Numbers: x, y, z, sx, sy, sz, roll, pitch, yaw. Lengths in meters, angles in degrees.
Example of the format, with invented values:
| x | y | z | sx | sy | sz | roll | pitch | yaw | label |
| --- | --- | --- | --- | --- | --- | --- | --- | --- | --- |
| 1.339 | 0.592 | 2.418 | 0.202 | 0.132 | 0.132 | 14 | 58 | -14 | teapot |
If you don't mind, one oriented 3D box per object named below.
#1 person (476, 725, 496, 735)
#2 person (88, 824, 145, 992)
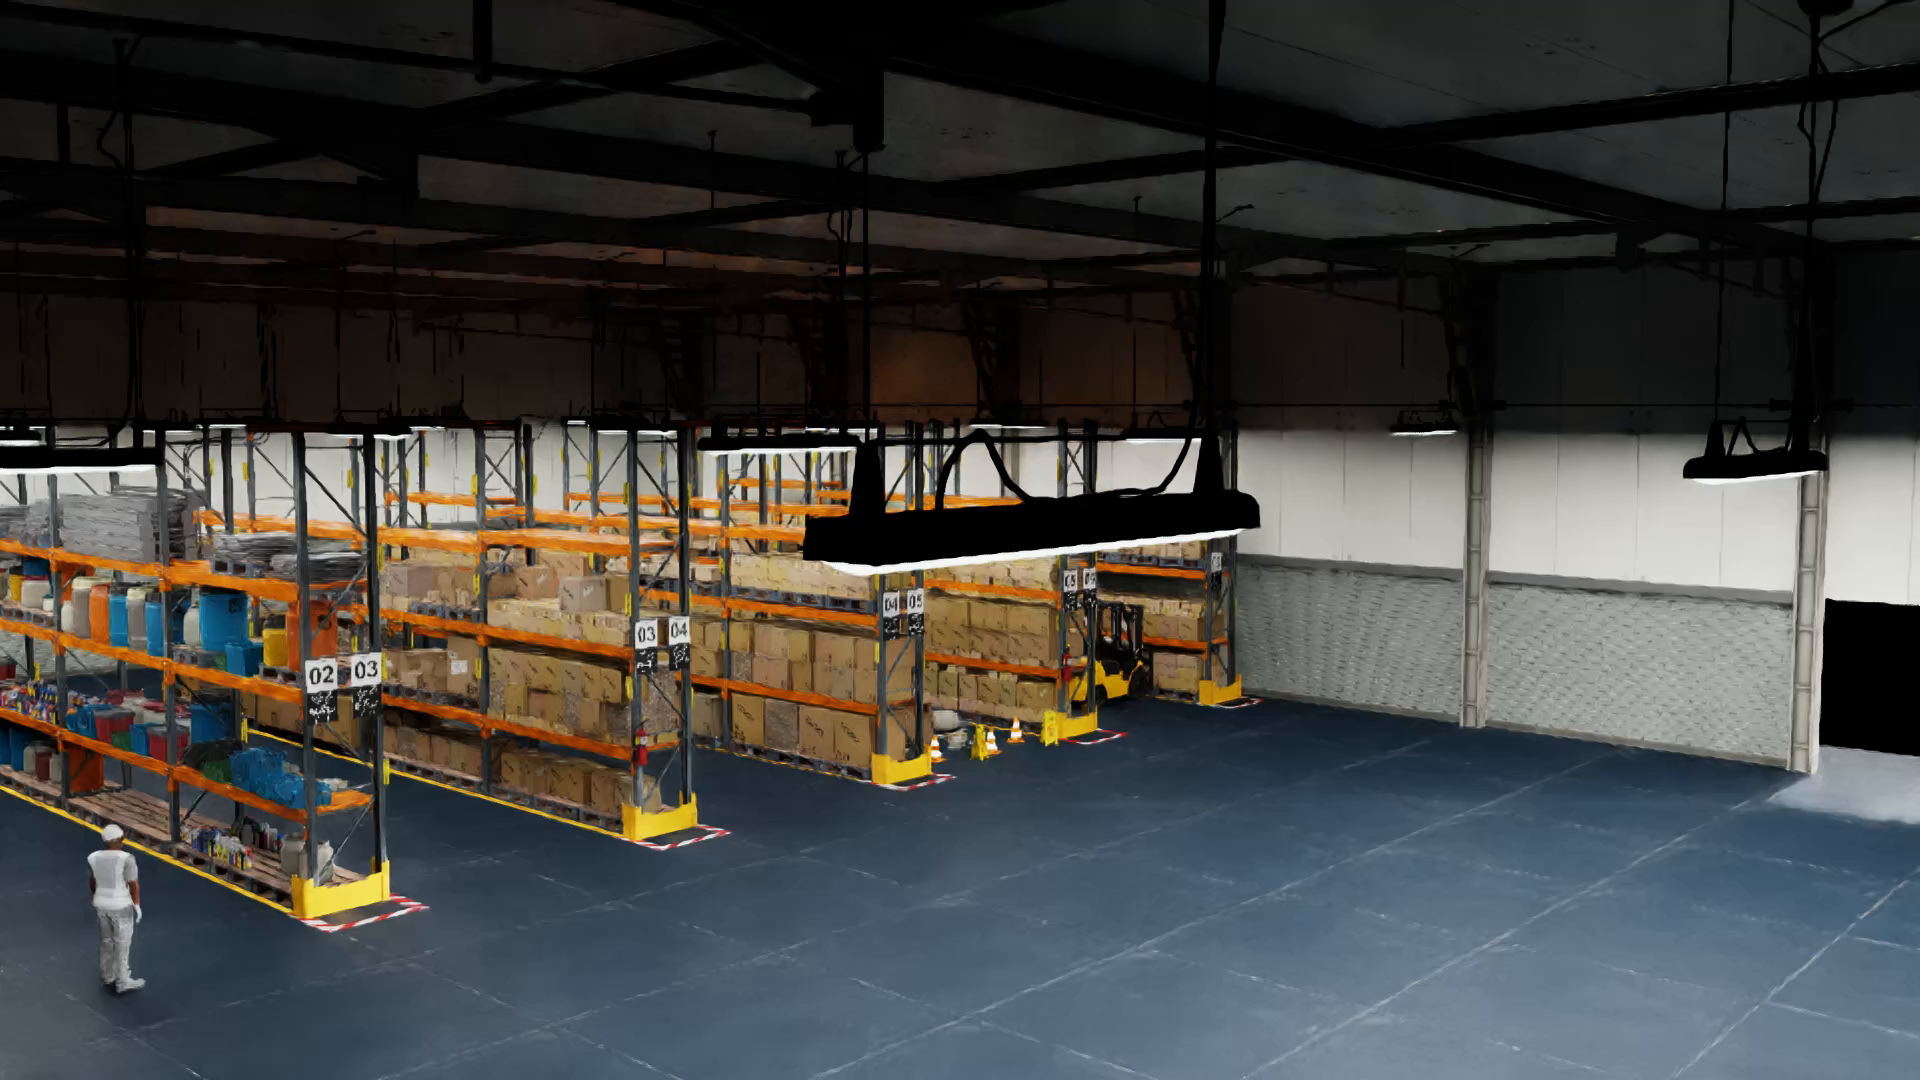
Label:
| x | y | z | sx | sy | sz | roll | pitch | yaw | label |
| --- | --- | --- | --- | --- | --- | --- | --- | --- | --- |
| -8.782 | 2.990 | 31.068 | 1.093 | 1.583 | 0.481 | 4 | 6 | 40 | person |
| -9.129 | 3.948 | 18.037 | 0.615 | 1.783 | 0.461 | 1 | 5 | 14 | person |
